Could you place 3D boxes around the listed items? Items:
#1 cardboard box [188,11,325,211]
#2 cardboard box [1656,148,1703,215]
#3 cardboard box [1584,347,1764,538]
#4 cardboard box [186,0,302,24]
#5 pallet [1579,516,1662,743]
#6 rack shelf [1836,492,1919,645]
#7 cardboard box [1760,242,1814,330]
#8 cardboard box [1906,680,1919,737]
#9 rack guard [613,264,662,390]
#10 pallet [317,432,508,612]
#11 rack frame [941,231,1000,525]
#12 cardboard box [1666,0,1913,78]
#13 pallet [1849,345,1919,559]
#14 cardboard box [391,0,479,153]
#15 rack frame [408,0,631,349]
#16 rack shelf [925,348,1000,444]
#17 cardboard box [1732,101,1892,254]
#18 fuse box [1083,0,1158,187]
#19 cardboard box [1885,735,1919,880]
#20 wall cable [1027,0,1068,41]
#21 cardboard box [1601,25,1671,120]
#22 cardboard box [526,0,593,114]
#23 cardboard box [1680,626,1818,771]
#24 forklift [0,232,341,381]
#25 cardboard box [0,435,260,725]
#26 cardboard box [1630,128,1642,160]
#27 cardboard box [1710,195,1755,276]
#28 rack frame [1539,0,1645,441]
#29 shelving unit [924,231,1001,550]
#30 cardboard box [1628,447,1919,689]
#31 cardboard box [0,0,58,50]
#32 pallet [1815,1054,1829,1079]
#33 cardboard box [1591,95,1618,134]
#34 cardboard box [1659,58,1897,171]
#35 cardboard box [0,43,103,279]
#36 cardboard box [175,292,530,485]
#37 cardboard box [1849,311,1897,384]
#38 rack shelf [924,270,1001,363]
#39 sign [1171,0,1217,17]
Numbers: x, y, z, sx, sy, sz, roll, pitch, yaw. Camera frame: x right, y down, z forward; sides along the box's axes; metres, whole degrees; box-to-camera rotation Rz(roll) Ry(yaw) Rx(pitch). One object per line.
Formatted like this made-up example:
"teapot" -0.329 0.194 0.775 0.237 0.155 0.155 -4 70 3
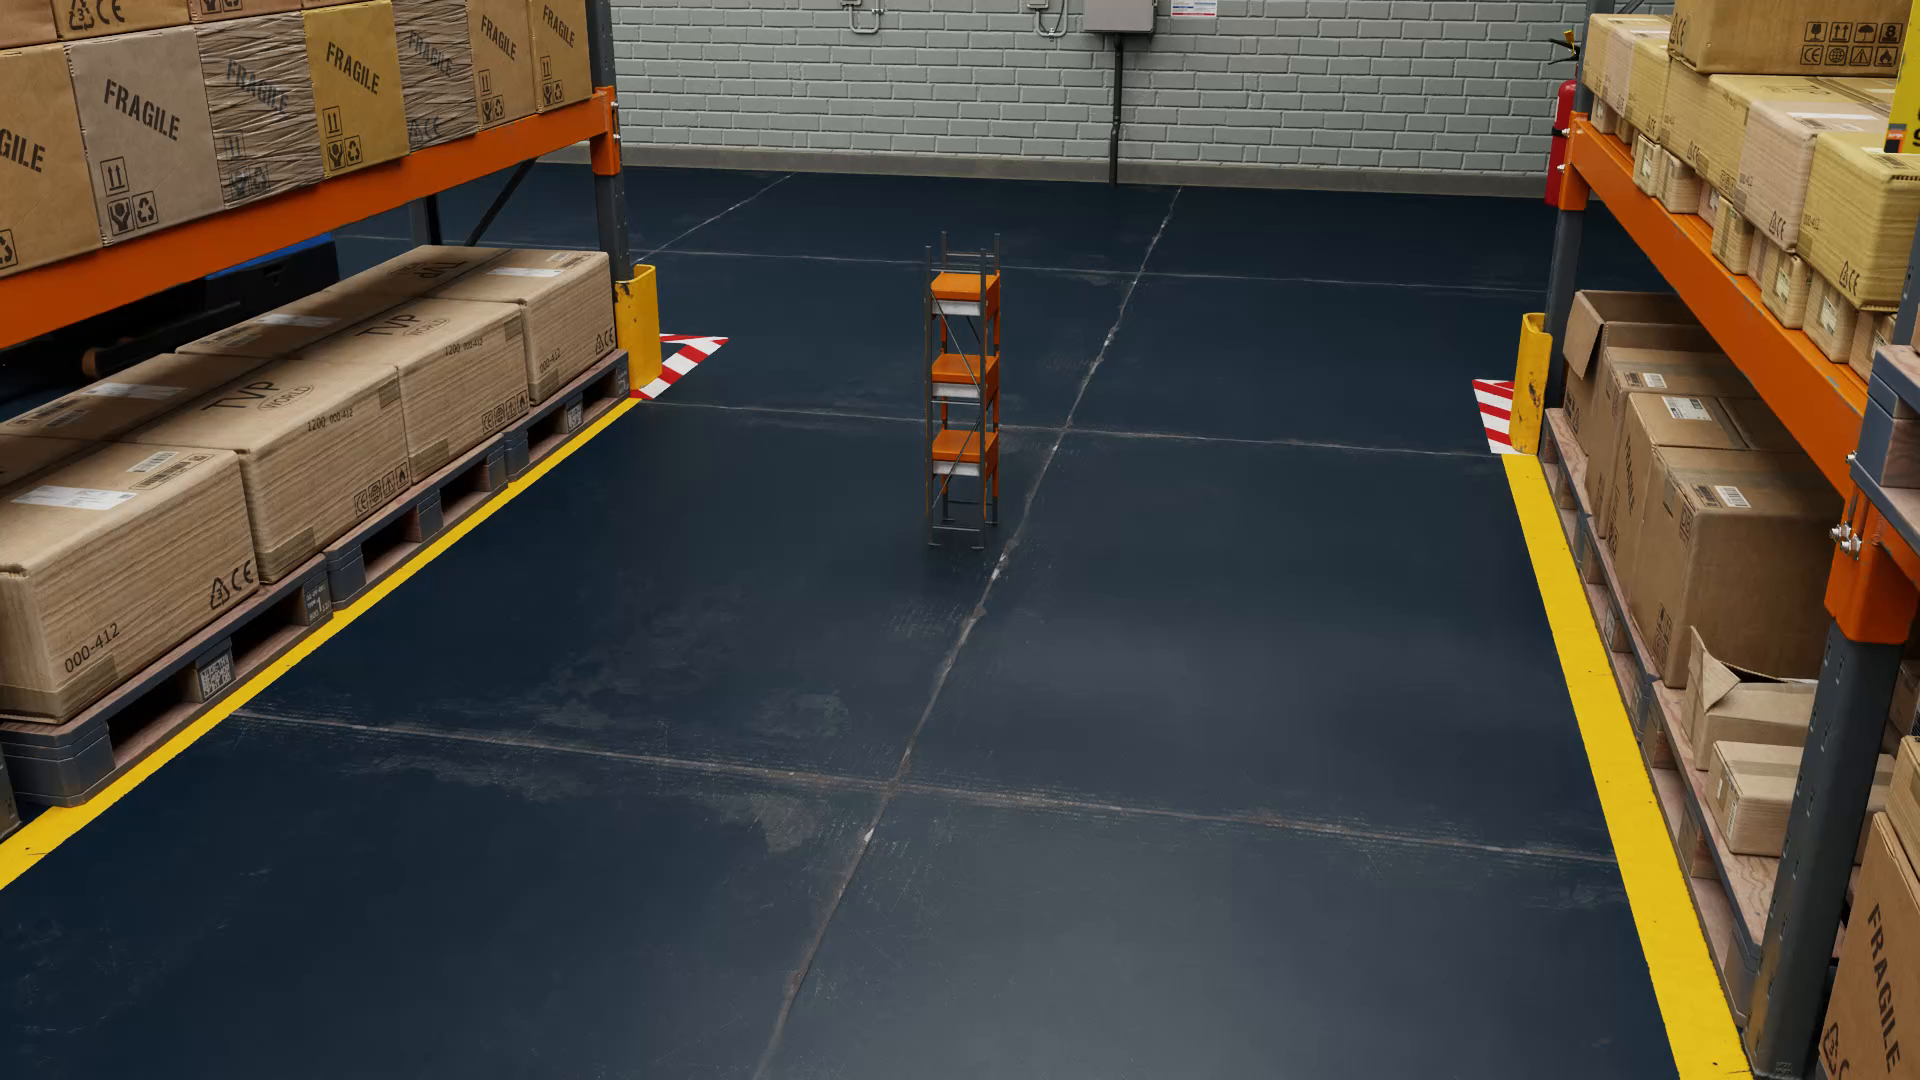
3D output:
"cardboard box" -2.245 -1.263 4.841 0.500 0.500 0.500 5 22 11
"cardboard box" 2.184 -1.005 4.669 0.380 0.149 0.250 5 22 12
"cardboard box" 2.435 -0.295 5.354 0.700 0.500 0.500 5 23 13
"cardboard box" -2.252 -1.736 4.678 0.500 0.500 0.500 5 22 12
"pallet" 2.437 0.272 4.896 1.003 0.211 1.213 4 22 11
"rack shelf" 1.641 0.742 0.958 1.077 0.370 4.000 4 22 11
"cardboard box" 1.928 -0.536 3.505 0.380 0.149 0.250 5 22 12
"cardboard box" 2.415 0.506 3.619 0.500 0.311 0.500 5 23 13
"rack guard" -1.990 -1.012 7.697 1.175 0.500 0.348 4 22 11
"pallet" -2.333 -0.126 5.884 1.003 0.211 1.213 4 22 11
"rack frame" 0.036 -0.551 5.817 0.200 1.050 0.008 4 22 11
"cardboard box" 2.203 -1.508 4.381 0.500 0.500 0.500 5 22 12
"pallet" 1.779 0.050 1.971 1.003 0.211 1.213 4 22 11
"cardboard box" -2.047 -1.641 5.780 0.500 0.500 0.500 5 22 12
"rack frame" -1.995 -2.163 7.208 1.000 3.000 0.127 4 22 11
"rack shelf" 0.011 -0.497 5.710 0.215 0.259 0.240 4 22 11
"cardboard box" 2.002 -0.780 3.579 0.500 0.250 0.500 5 22 11
"fuse box" 1.160 -3.416 12.044 0.539 1.711 0.414 4 22 11
"cardboard box" 1.715 0.452 2.632 0.380 0.149 0.250 6 23 13
"wall cable" 0.524 -4.594 11.885 0.588 1.984 0.122 4 22 11
"cardboard box" 2.406 -1.524 5.426 0.500 0.250 0.500 5 22 11
"cardboard box" -1.834 -2.012 6.702 0.500 0.500 0.500 5 22 11
"cardboard box" 1.948 0.394 3.958 0.396 0.266 0.258 5 23 13
"forklift" -4.339 -2.247 7.509 1.130 2.935 3.031 7 23 16
"cardboard box" -2.578 0.072 4.526 0.875 0.438 0.875 4 22 10
"cardboard box" 2.392 -1.287 5.370 0.380 0.149 0.250 5 23 13
"cardboard box" 2.033 -0.725 3.976 0.380 0.149 0.250 4 22 10
"rack frame" 2.865 -1.786 6.272 1.000 3.000 0.127 4 22 11
"shelving unit" 0.011 -0.507 5.706 0.215 1.050 0.252 4 22 11
"cardboard box" 2.223 0.085 4.412 0.700 0.500 0.500 4 22 9
"cardboard box" -2.477 -1.366 3.757 0.500 0.500 0.500 5 22 11
"pallet" 1.920 1.271 2.415 1.003 0.211 1.213 4 22 11
"cardboard box" 2.529 -1.570 6.073 0.380 0.149 0.250 4 22 11
"cardboard box" 2.222 -1.150 4.496 0.500 0.250 0.500 4 22 10
"cardboard box" -2.459 -0.898 3.934 0.500 0.500 0.500 5 23 13
"cardboard box" -2.210 -0.585 6.158 0.875 0.438 0.875 5 22 12
"cardboard box" 1.867 -0.342 3.024 0.380 0.149 0.250 5 22 12
"rack shelf" 0.011 -0.760 5.604 0.215 0.259 0.240 4 22 11
"sign" 1.685 -4.007 11.915 0.329 0.494 0.001 4 22 11
